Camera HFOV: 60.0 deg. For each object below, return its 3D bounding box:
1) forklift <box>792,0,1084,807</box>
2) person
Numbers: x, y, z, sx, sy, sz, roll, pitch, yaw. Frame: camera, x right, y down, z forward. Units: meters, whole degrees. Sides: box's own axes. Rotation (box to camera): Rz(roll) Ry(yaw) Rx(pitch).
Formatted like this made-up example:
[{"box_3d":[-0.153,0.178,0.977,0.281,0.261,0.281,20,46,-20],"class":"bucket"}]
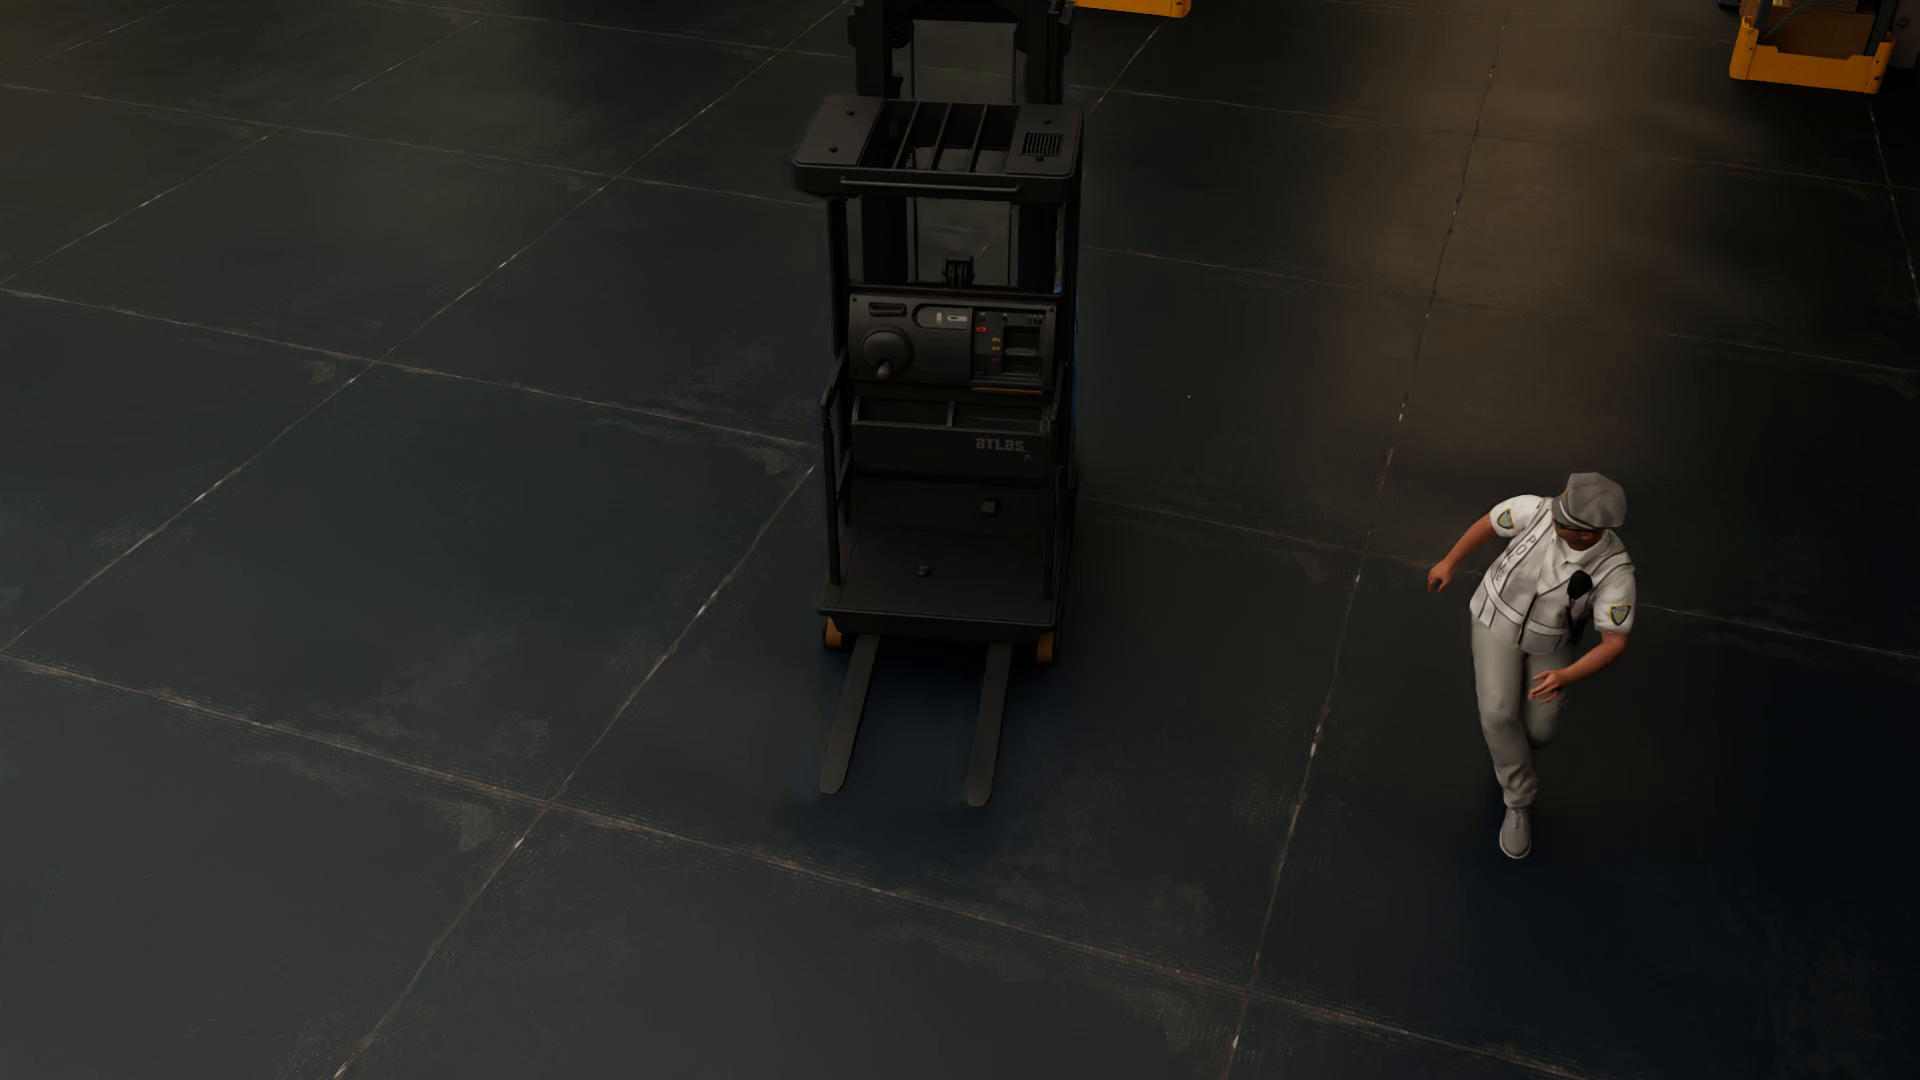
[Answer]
[{"box_3d":[-0.059,-0.826,7.275,1.130,2.935,3.031,4,36,5],"class":"forklift"},{"box_3d":[2.234,0.424,6.666,0.784,1.621,0.801,12,37,16],"class":"person"}]
